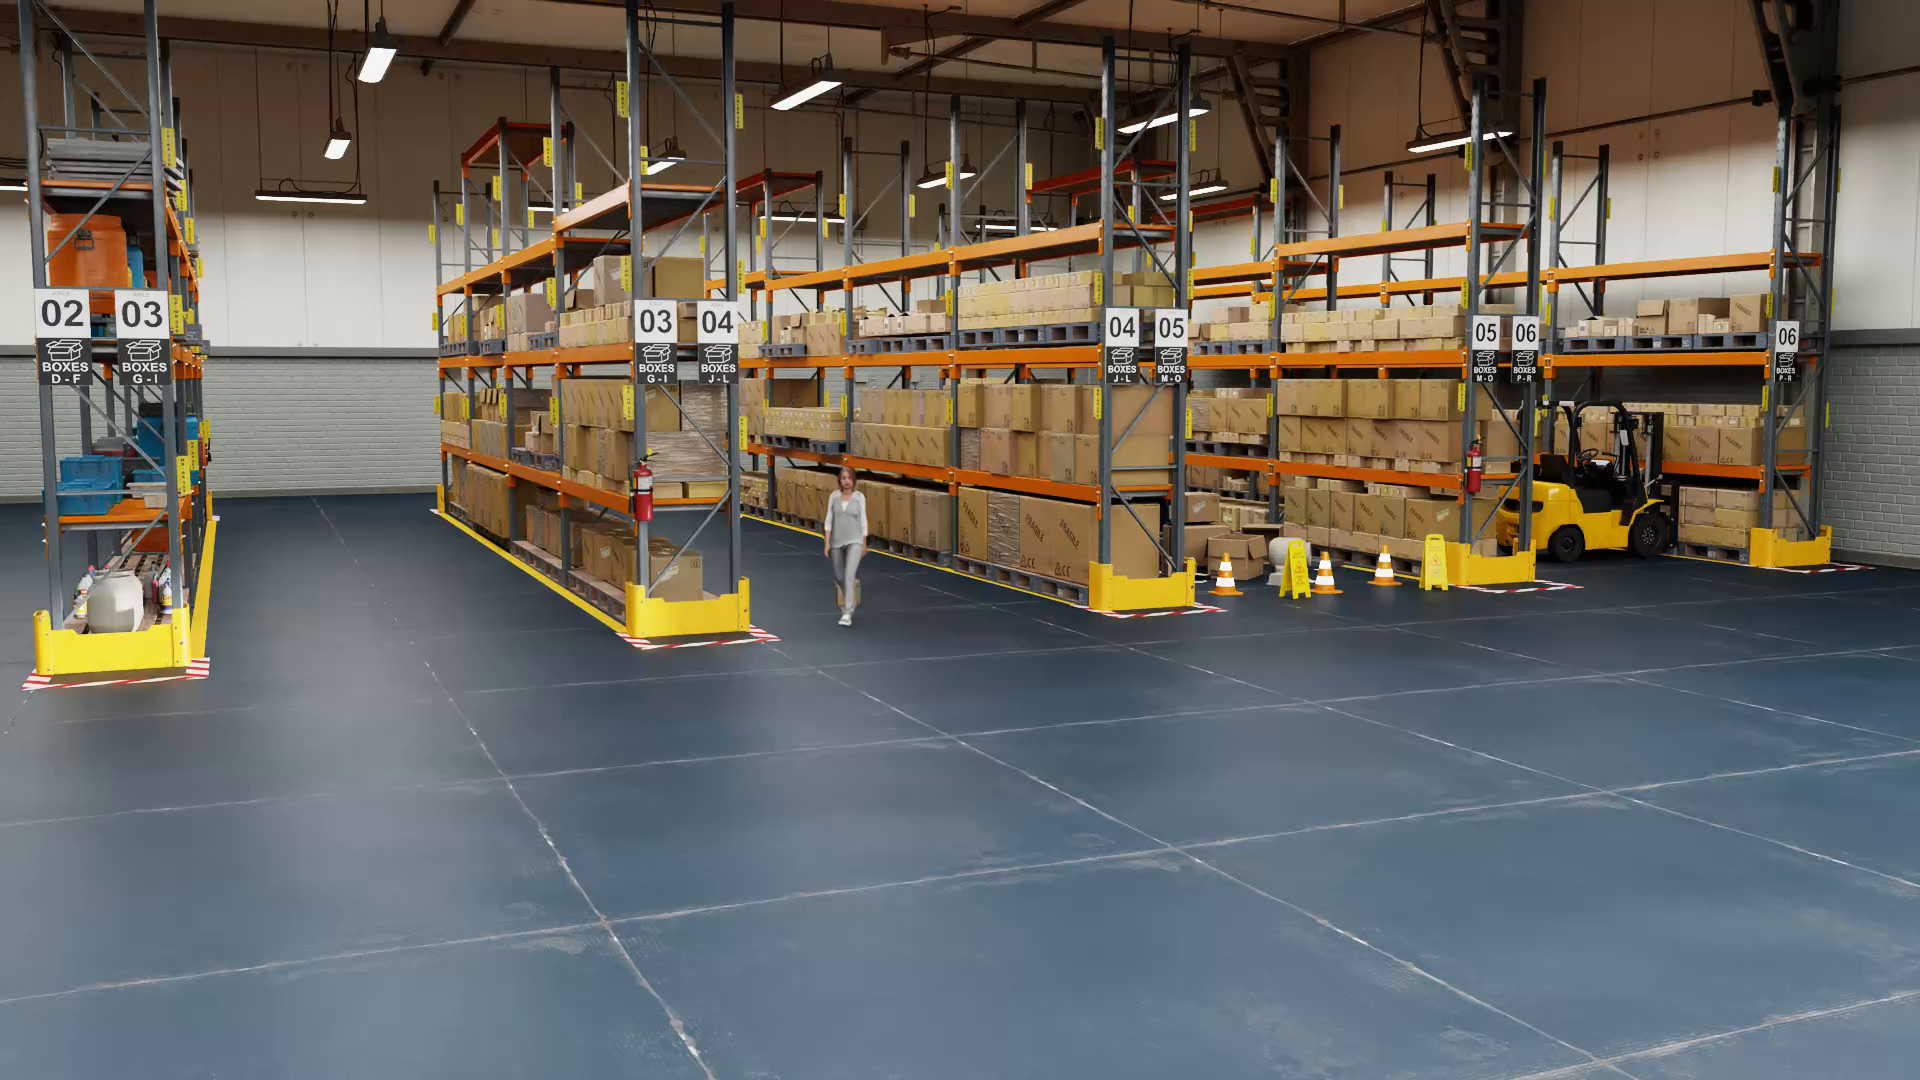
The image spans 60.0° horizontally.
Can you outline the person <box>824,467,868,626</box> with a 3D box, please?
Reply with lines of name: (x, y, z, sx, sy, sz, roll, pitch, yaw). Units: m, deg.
person: (-1.142, 0.047, 16.722, 0.413, 1.531, 0.929, 1, 6, 10)
